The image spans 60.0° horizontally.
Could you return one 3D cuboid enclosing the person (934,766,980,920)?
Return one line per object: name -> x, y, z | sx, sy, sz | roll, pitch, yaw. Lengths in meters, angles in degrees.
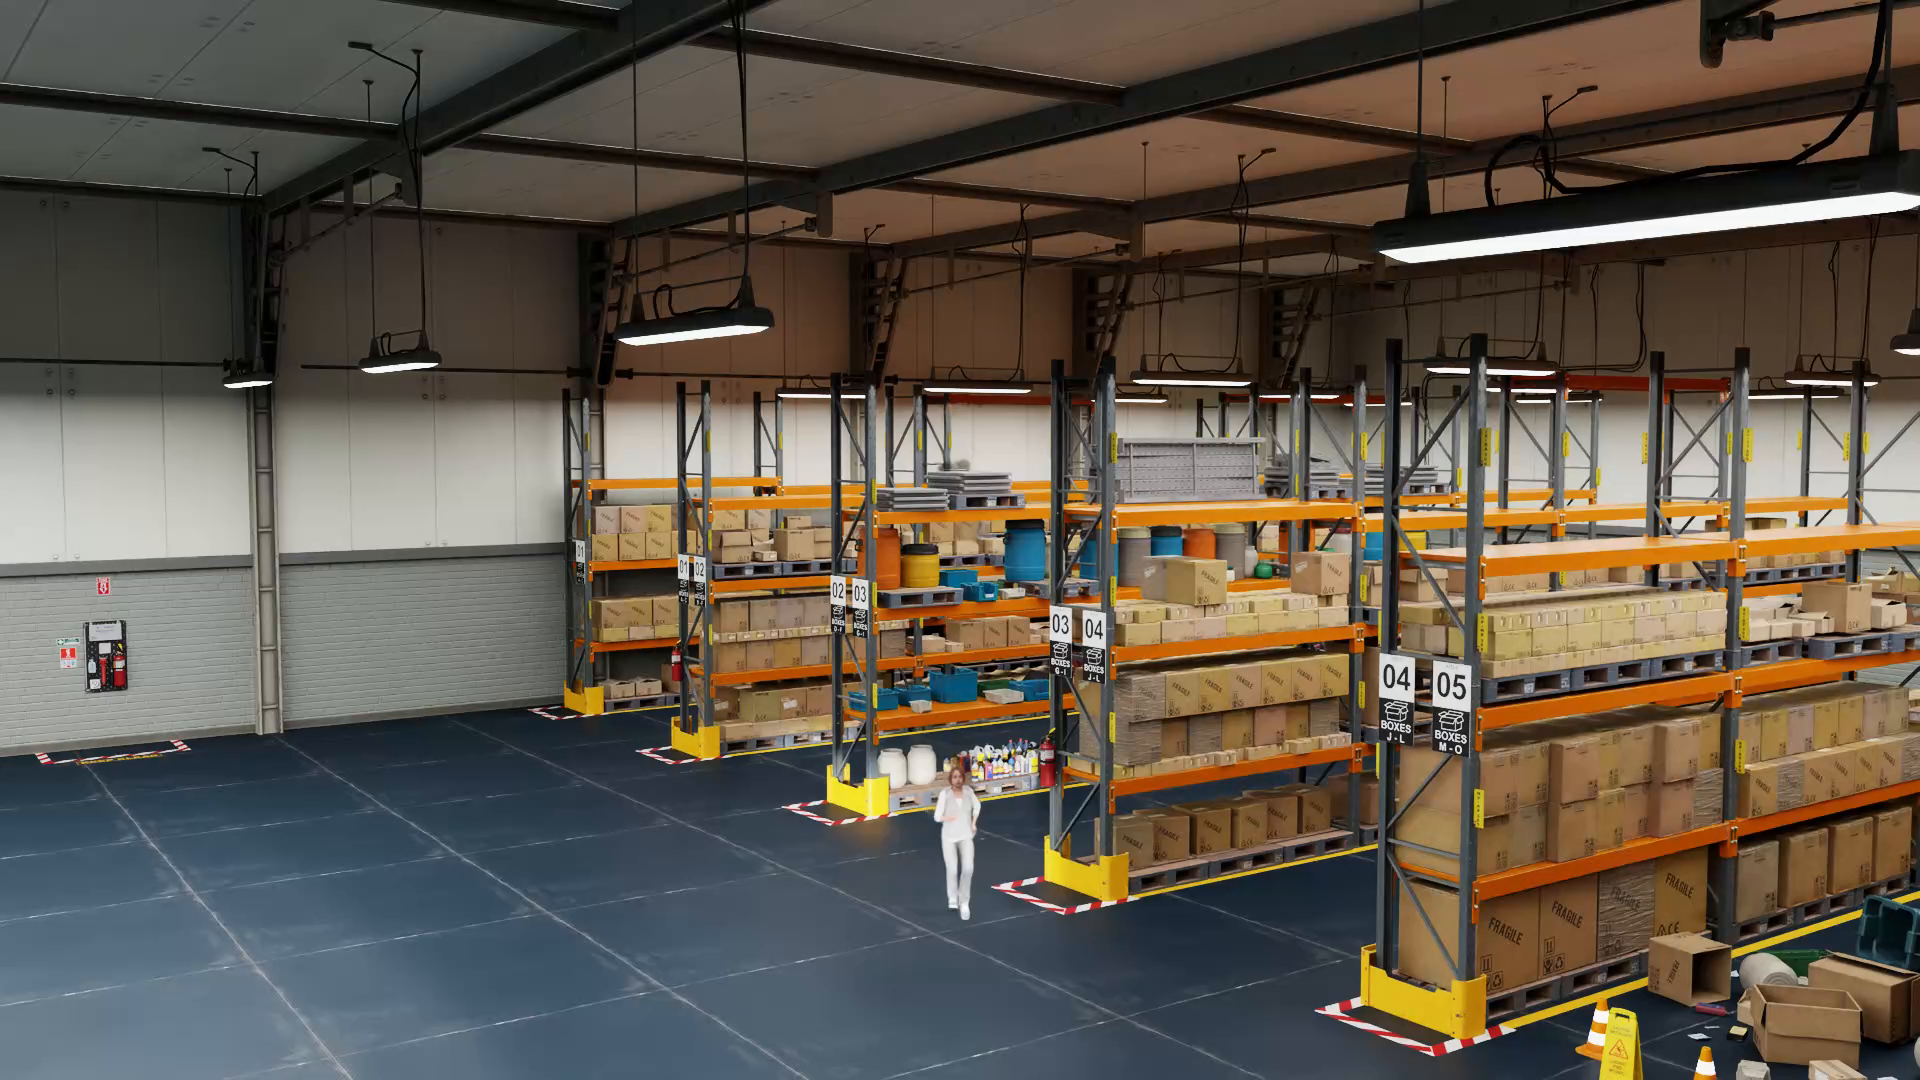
person -> -0.018, 3.223, 17.764 | 0.514, 1.623, 0.652 | 0, 4, -5
